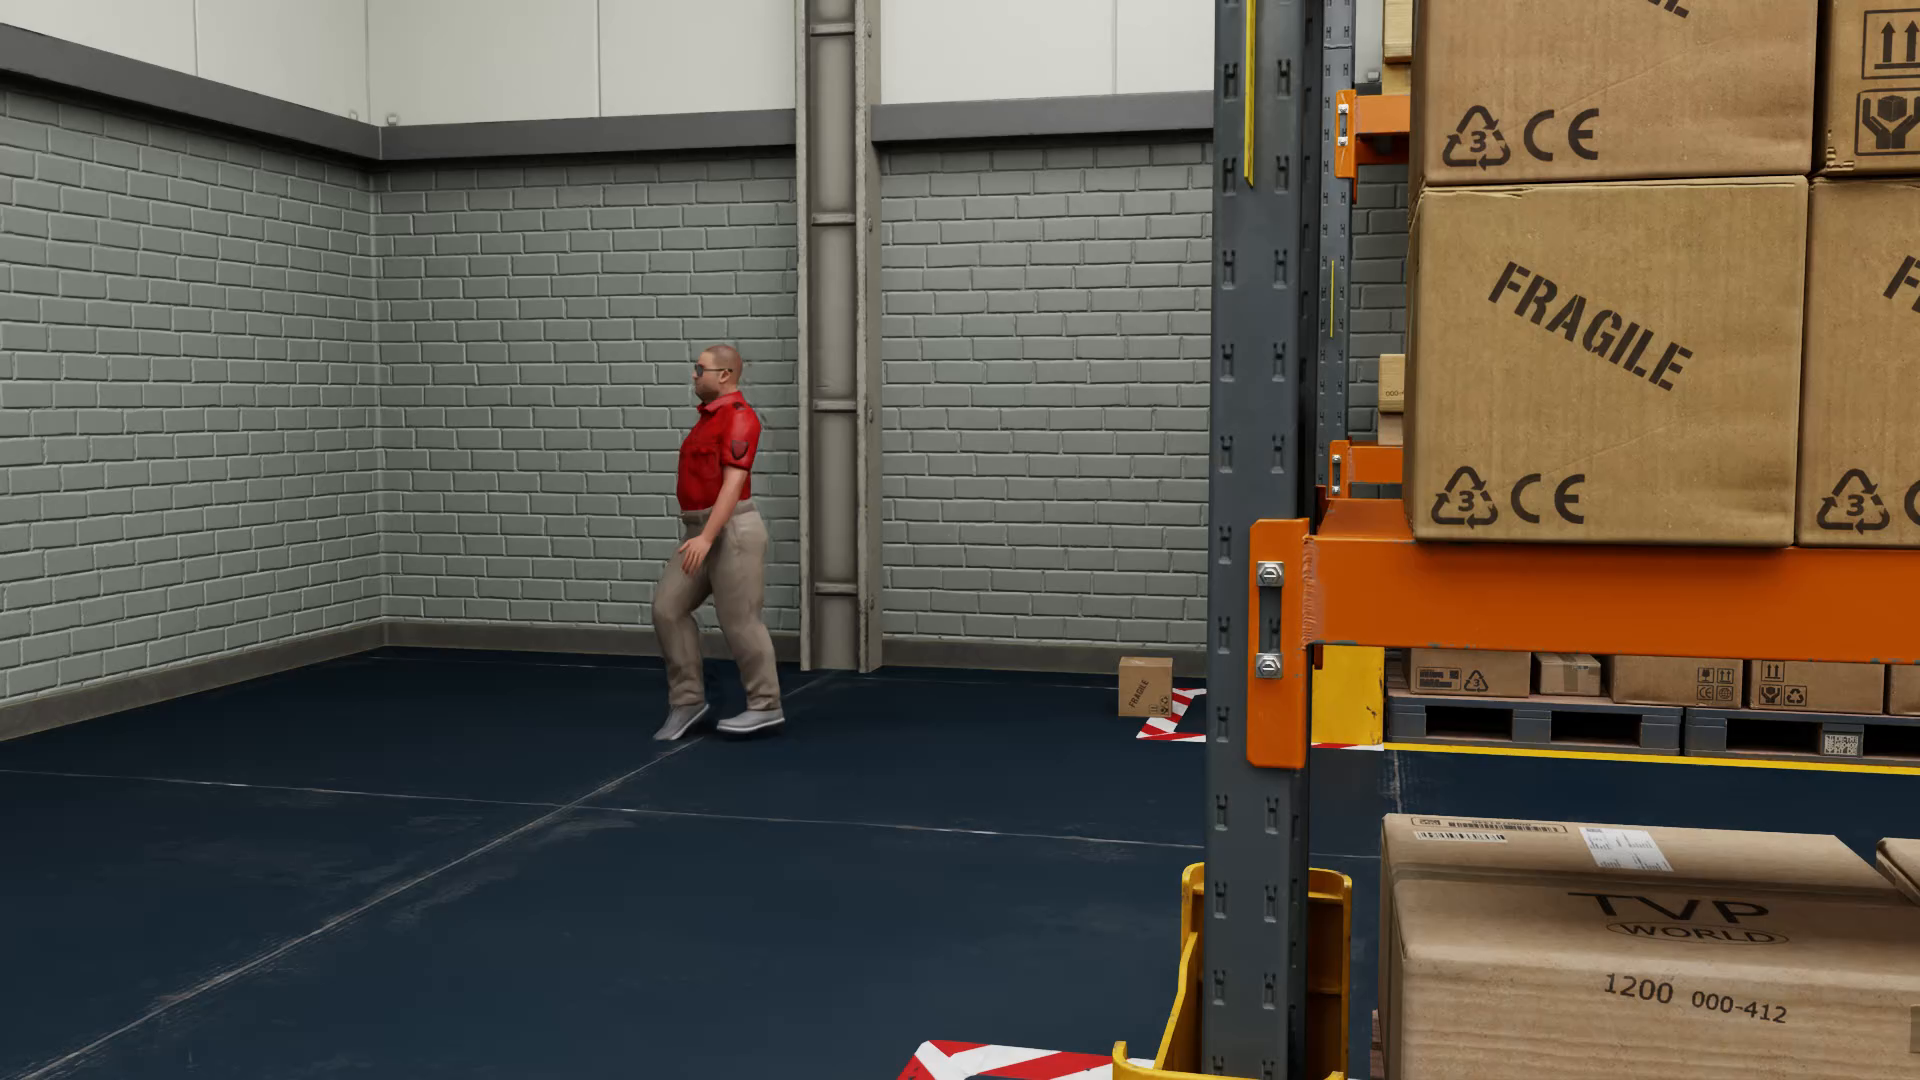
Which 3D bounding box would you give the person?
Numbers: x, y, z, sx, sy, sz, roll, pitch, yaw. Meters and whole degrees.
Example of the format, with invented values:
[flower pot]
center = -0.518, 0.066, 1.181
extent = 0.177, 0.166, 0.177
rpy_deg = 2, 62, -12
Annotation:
[person]
center = -1.064, 0.046, 7.339
extent = 0.567, 1.802, 0.545
rpy_deg = -3, 6, -29
